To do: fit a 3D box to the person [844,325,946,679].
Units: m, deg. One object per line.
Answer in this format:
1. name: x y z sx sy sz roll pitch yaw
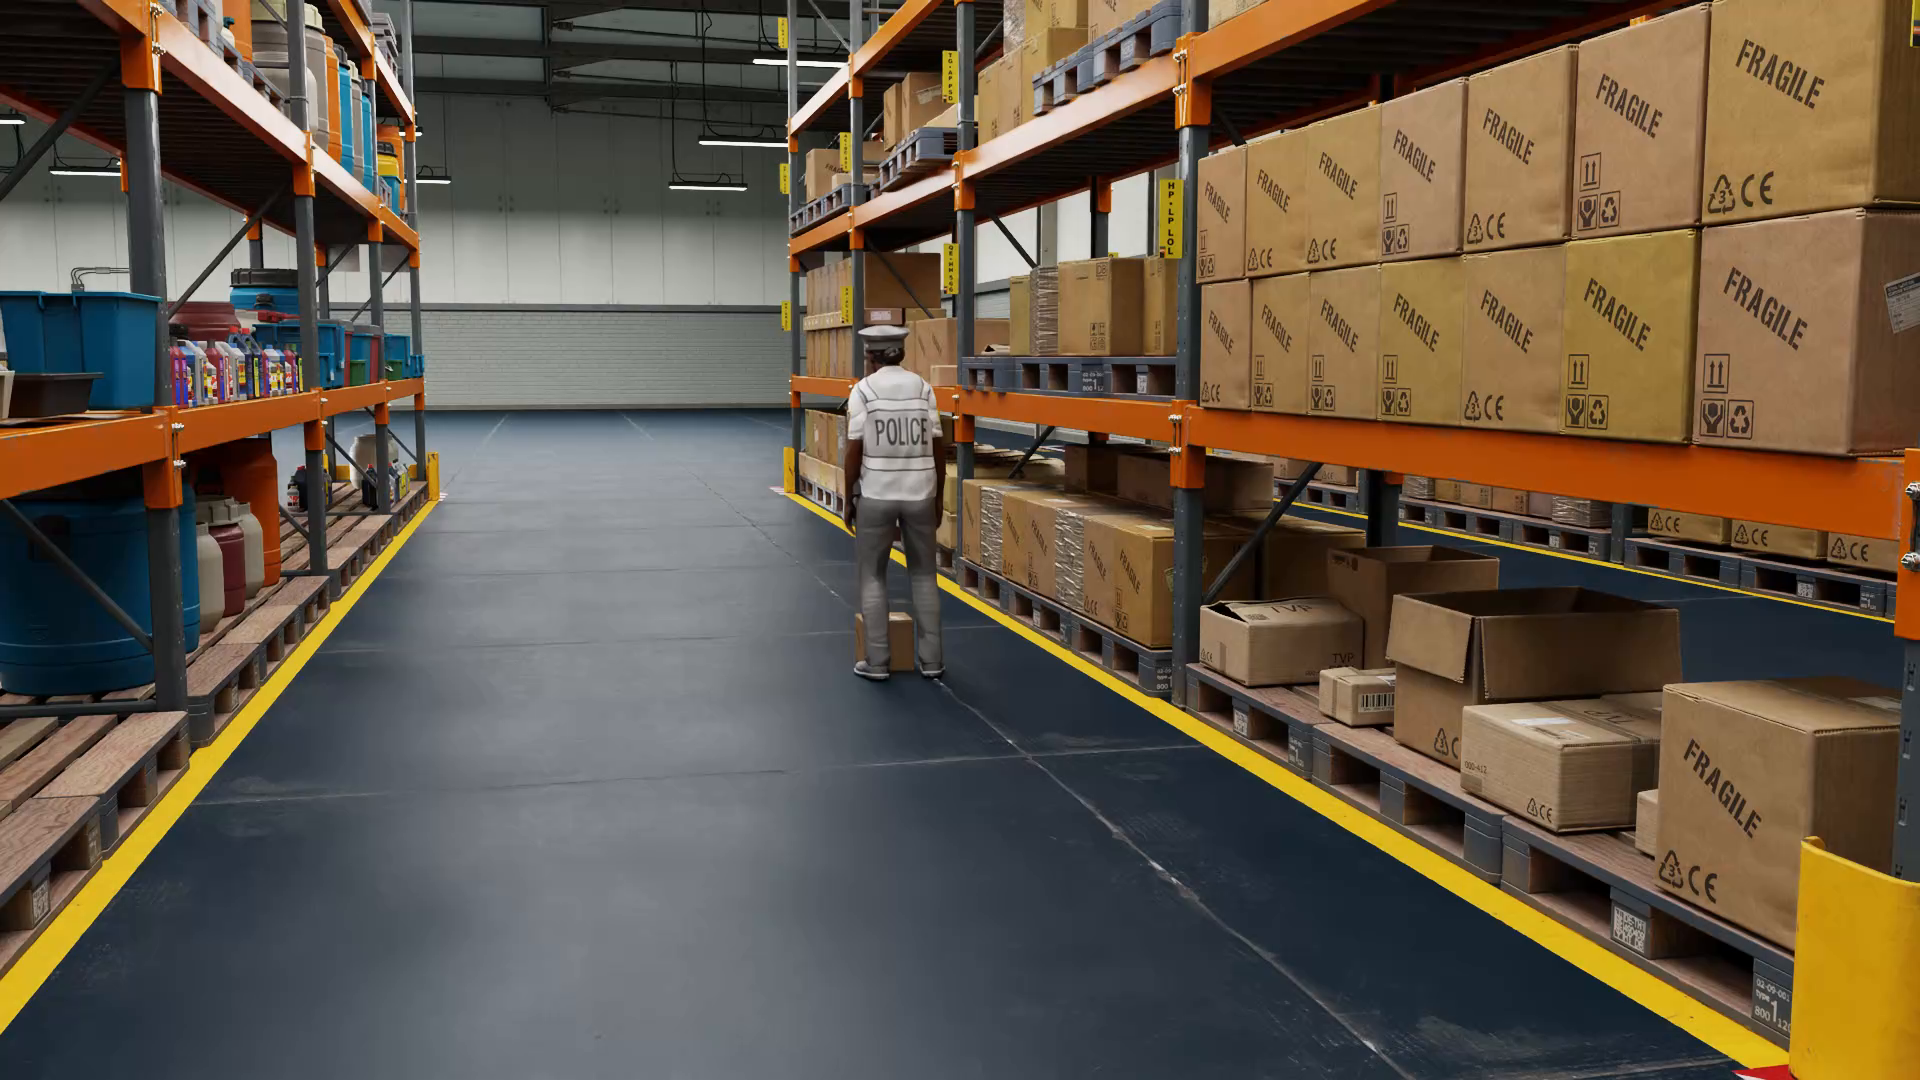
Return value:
1. person: -0.299 -0.176 7.809 0.518 1.656 0.397 -2 6 -16
